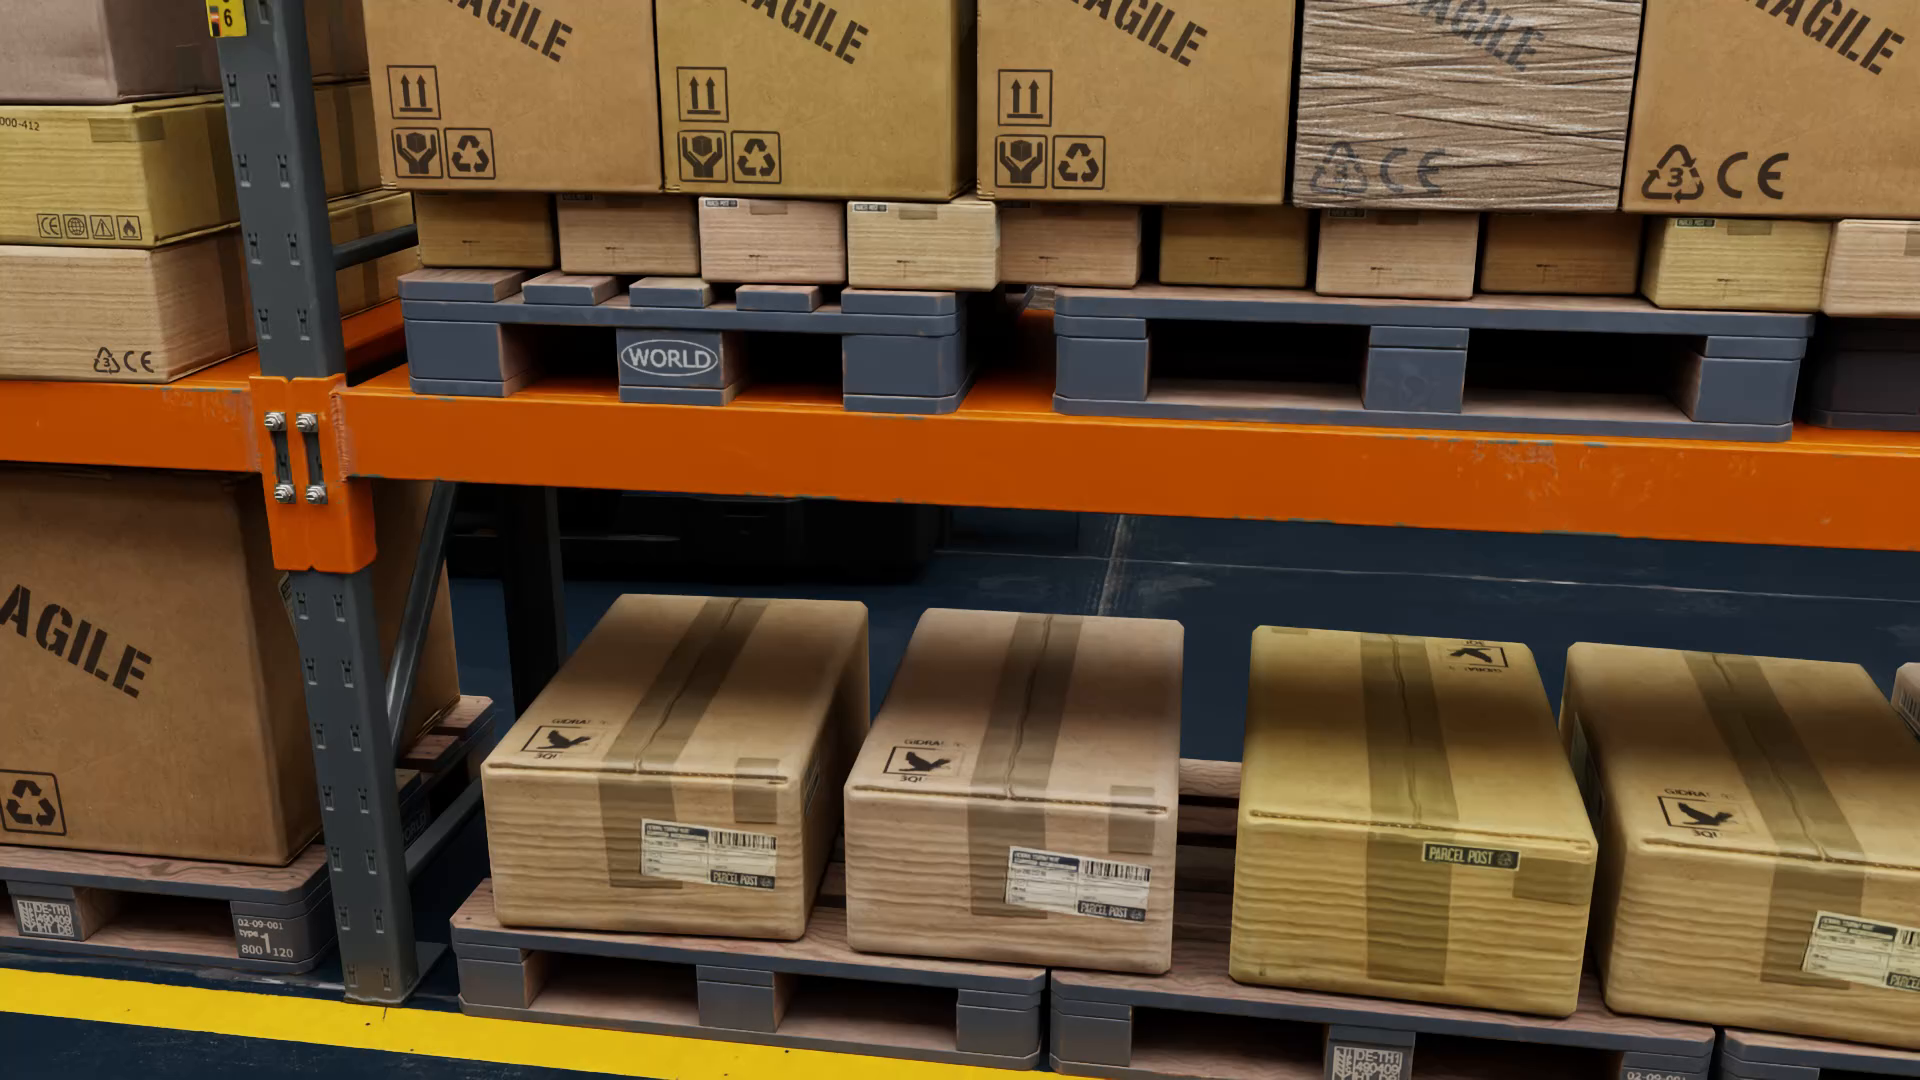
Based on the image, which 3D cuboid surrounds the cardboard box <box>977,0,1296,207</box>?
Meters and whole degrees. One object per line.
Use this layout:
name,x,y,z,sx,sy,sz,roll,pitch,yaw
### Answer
cardboard box,0.316,-0.862,2.863,0.500,0.500,0.500,3,19,10

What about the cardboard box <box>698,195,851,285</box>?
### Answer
cardboard box,-0.304,-0.570,3.014,0.250,0.149,0.380,2,19,5

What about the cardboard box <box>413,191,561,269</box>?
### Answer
cardboard box,-0.841,-0.623,3.172,0.250,0.149,0.380,2,19,5

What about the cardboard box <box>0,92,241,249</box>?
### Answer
cardboard box,-1.651,-0.728,3.201,0.500,0.250,0.500,3,19,8

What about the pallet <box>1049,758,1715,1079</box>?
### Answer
pallet,0.840,0.807,3.560,1.213,0.211,1.003,3,19,9

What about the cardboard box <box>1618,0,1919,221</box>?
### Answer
cardboard box,1.326,-0.808,2.702,0.500,0.500,0.500,4,19,11

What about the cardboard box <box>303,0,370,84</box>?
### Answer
cardboard box,-1.580,-1.241,3.551,0.500,0.500,0.500,2,19,7

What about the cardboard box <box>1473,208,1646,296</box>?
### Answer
cardboard box,1.017,-0.537,2.915,0.250,0.149,0.380,2,19,7

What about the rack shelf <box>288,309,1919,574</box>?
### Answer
rack shelf,0.843,-0.176,3.235,4.000,0.370,1.077,3,19,9

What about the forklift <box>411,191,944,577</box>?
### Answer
forklift,-1.576,-1.428,5.950,3.031,2.935,1.130,1,19,4

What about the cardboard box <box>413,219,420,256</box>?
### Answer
cardboard box,-2.687,-1.548,8.458,0.250,0.149,0.380,4,19,11

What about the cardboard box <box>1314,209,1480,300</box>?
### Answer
cardboard box,0.747,-0.527,2.884,0.250,0.149,0.380,4,19,10

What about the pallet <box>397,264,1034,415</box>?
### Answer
pallet,-0.412,-0.524,3.445,1.003,0.211,1.213,3,19,9

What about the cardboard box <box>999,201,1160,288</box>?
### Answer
cardboard box,0.215,-0.562,2.990,0.250,0.149,0.380,4,19,12

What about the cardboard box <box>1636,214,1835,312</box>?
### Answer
cardboard box,1.260,-0.492,2.779,0.250,0.149,0.380,3,19,9

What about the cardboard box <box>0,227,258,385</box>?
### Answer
cardboard box,-1.673,-0.491,3.279,0.500,0.250,0.500,2,19,7

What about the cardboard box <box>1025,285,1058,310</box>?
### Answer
cardboard box,0.265,-1.210,8.274,0.625,0.625,0.875,4,19,10

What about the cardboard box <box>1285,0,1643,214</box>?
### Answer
cardboard box,0.809,-0.834,2.780,0.500,0.500,0.500,2,19,7

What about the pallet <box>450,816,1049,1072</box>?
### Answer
pallet,-0.361,0.744,3.746,1.213,0.211,1.003,3,19,9

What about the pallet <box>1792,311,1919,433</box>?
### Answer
pallet,2.086,-0.409,3.102,1.213,0.211,1.003,3,19,9

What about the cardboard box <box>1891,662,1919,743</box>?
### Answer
cardboard box,2.299,0.605,3.247,0.625,0.372,0.950,3,19,9

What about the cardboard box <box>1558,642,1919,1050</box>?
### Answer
cardboard box,1.589,0.570,3.352,0.625,0.372,0.950,4,19,12

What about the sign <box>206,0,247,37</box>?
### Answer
sign,-1.217,-0.993,2.718,0.005,0.325,0.100,3,19,9

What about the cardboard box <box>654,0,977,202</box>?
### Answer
cardboard box,-0.209,-0.886,2.936,0.500,0.500,0.500,4,19,11

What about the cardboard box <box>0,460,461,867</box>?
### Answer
cardboard box,-1.801,0.130,3.874,0.875,0.875,0.875,3,19,8

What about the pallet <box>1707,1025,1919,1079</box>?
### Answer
pallet,2.048,0.867,3.379,1.213,0.211,1.003,3,19,9

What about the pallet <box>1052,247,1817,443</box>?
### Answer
pallet,0.829,-0.440,3.193,1.213,0.211,1.003,3,19,9

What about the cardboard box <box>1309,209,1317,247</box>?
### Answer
cardboard box,0.771,-0.702,3.407,0.250,0.149,0.380,2,19,7

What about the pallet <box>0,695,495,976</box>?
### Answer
pallet,-1.899,0.641,4.054,1.213,0.211,1.003,3,19,9

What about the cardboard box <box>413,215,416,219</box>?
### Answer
cardboard box,-2.931,-1.561,8.498,0.250,0.149,0.380,3,19,9

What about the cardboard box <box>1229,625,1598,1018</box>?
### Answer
cardboard box,0.902,0.535,3.455,0.625,0.372,0.950,4,19,10

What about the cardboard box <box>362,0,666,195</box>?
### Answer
cardboard box,-0.725,-0.910,3.008,0.500,0.500,0.500,2,19,7

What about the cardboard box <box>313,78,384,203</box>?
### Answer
cardboard box,-1.593,-0.887,3.674,0.500,0.250,0.500,3,19,8

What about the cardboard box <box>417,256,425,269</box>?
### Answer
cardboard box,-2.837,-1.243,8.568,0.500,0.500,0.500,2,19,7

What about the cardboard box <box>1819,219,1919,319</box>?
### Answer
cardboard box,1.496,-0.468,2.709,0.250,0.149,0.380,3,19,9

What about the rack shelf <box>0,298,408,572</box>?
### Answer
rack shelf,-3.107,-0.377,3.837,4.000,0.370,1.077,3,19,9

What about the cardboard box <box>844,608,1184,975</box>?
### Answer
cardboard box,0.154,0.495,3.575,0.625,0.372,0.950,3,19,8

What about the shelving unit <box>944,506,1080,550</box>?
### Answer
shelving unit,0.201,-0.574,6.127,0.503,1.200,0.258,1,19,4

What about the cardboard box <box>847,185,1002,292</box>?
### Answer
cardboard box,-0.036,-0.550,2.953,0.250,0.149,0.380,3,19,9

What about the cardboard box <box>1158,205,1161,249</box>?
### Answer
cardboard box,0.510,-0.689,3.368,0.250,0.149,0.380,3,19,9

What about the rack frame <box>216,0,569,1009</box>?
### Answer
rack frame,-1.132,-0.618,3.422,0.127,3.000,1.000,3,19,9

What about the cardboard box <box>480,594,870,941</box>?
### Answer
cardboard box,-0.576,0.461,3.678,0.625,0.372,0.950,2,19,5

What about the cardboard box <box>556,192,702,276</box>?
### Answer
cardboard box,-0.567,-0.598,3.098,0.250,0.149,0.380,2,19,5

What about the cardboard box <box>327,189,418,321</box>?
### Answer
cardboard box,-1.575,-0.650,3.755,0.500,0.250,0.500,3,19,8

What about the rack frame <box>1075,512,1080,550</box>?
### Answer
rack frame,0.444,-0.568,6.110,0.015,1.200,0.240,1,19,4

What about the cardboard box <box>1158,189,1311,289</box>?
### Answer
cardboard box,0.500,-0.560,2.984,0.250,0.149,0.380,4,19,11

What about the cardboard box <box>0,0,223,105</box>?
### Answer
cardboard box,-1.684,-1.083,3.080,0.500,0.500,0.500,2,19,7

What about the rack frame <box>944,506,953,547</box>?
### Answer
rack frame,-0.042,-0.580,6.145,0.015,1.200,0.240,1,19,4
